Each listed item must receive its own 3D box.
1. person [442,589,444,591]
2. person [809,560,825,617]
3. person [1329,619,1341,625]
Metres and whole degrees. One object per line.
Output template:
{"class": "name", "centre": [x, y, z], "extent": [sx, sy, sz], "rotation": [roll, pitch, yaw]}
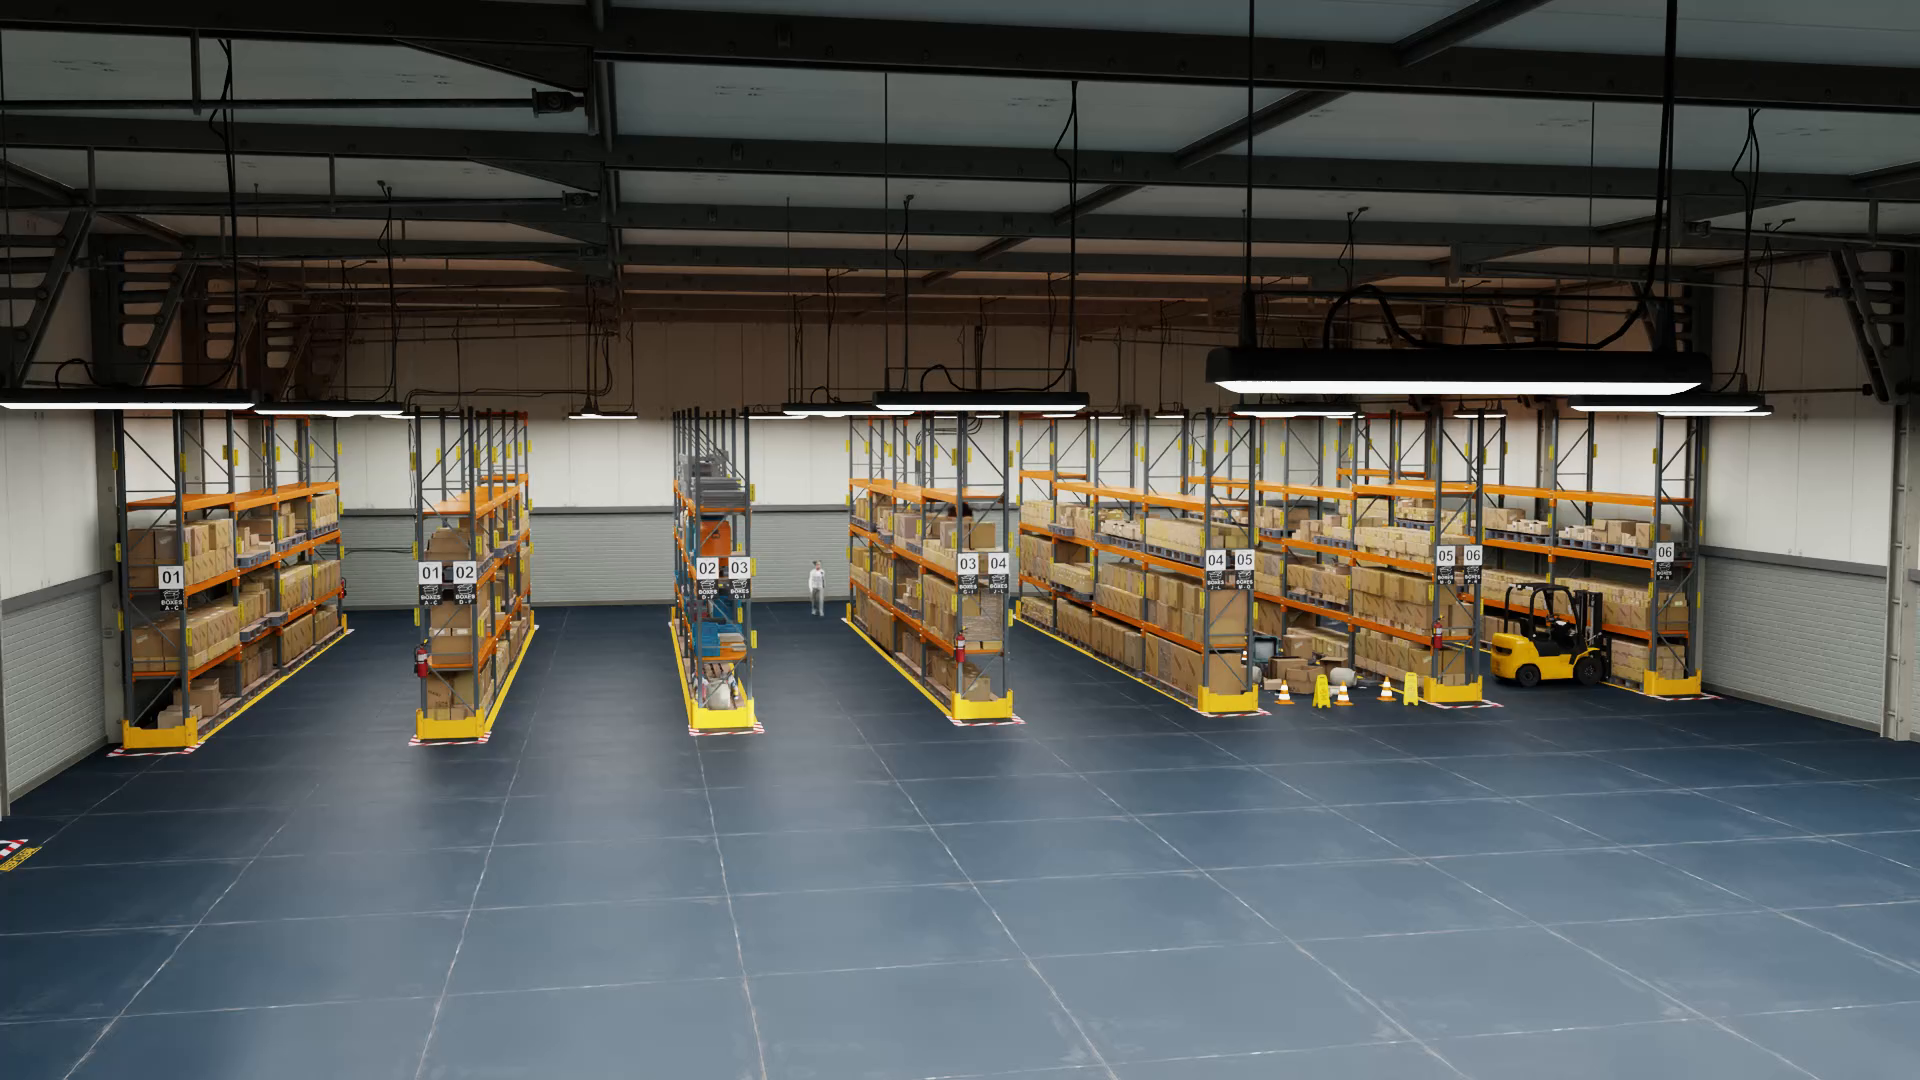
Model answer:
{"class": "person", "centre": [-13.127, 1.883, 42.076], "extent": [0.408, 1.678, 0.513], "rotation": [-1, 4, -15]}
{"class": "person", "centre": [-4.187, 1.411, 48.874], "extent": [0.501, 1.628, 0.960], "rotation": [-1, 4, -12]}
{"class": "person", "centre": [10.573, 1.593, 46.967], "extent": [0.403, 1.599, 0.445], "rotation": [0, 4, -6]}
